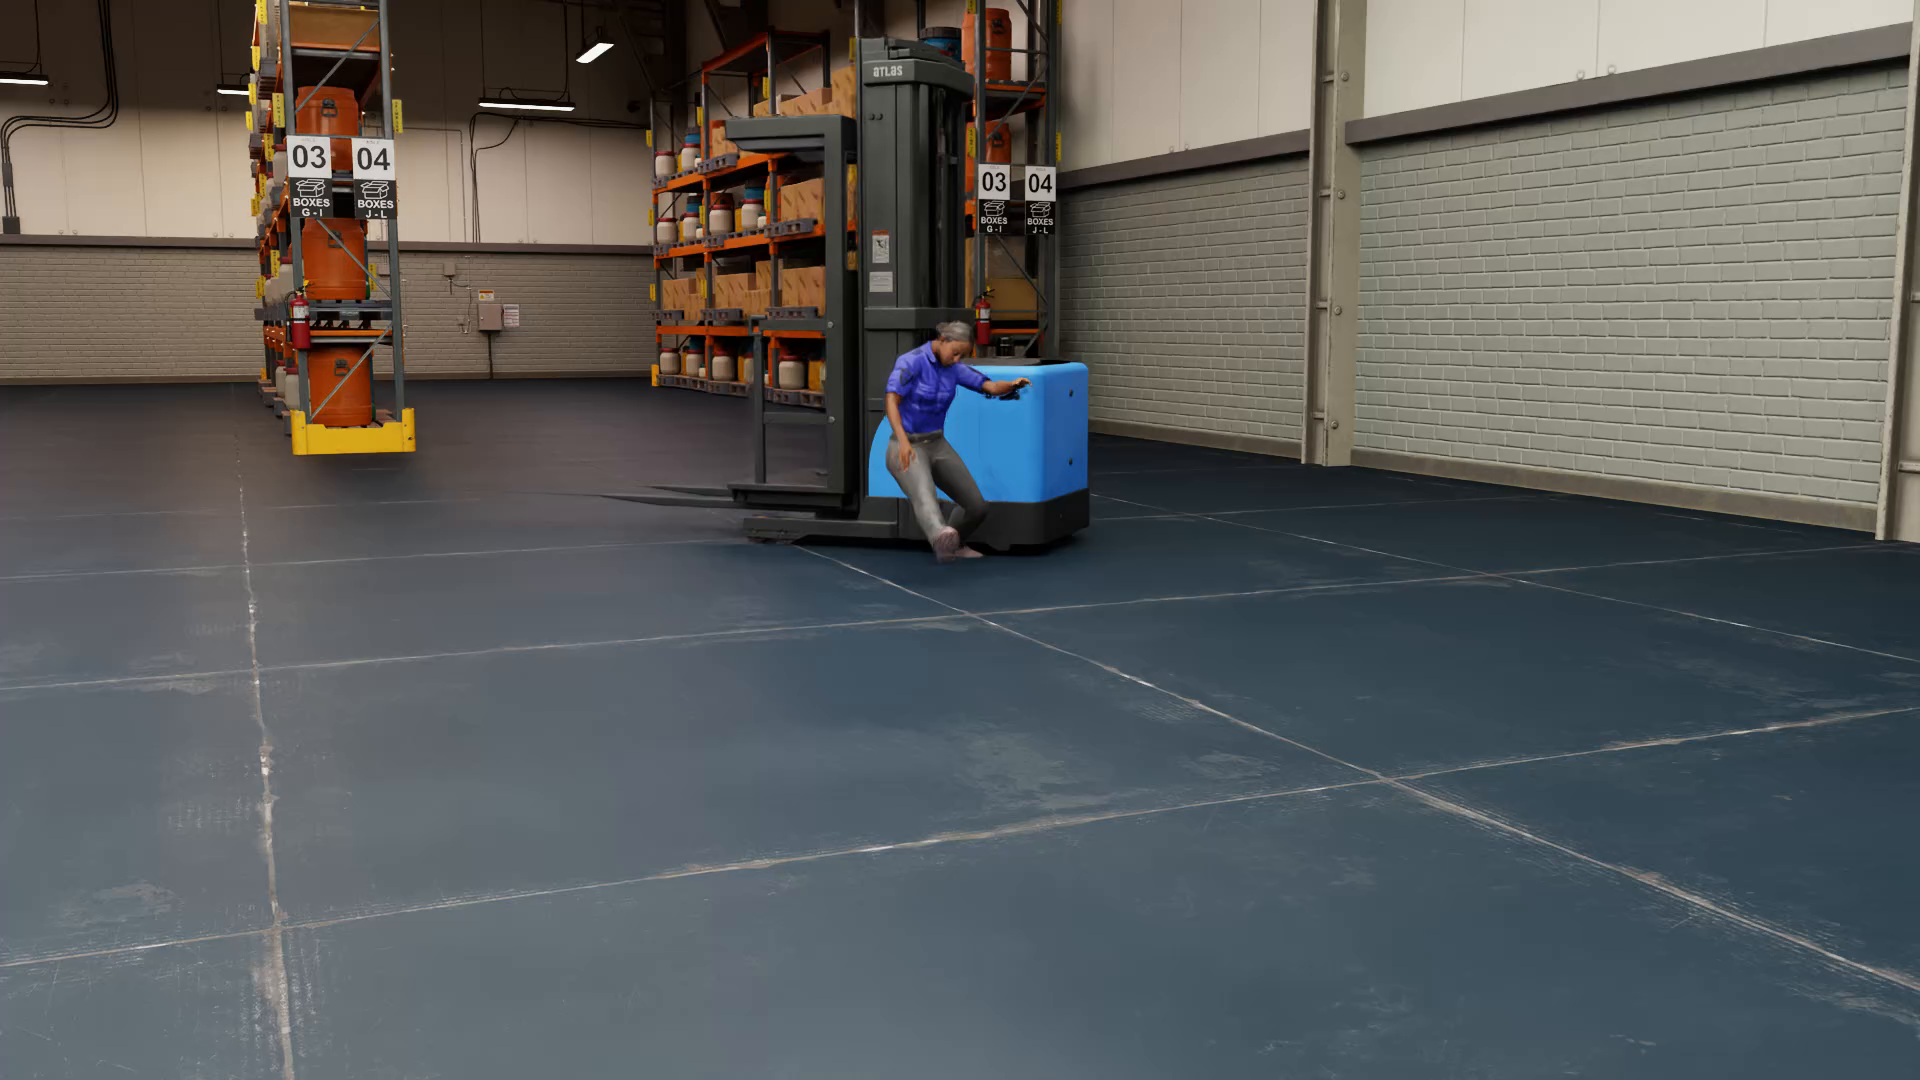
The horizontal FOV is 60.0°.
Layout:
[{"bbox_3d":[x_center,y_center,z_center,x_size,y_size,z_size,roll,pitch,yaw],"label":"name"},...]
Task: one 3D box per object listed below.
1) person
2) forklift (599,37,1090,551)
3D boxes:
[{"bbox_3d":[-0.027,-0.464,8.781,1.038,1.372,1.098,-6,10,-40],"label":"person"},{"bbox_3d":[-0.773,-1.485,10.205,3.031,2.935,1.130,3,8,21],"label":"forklift"}]
